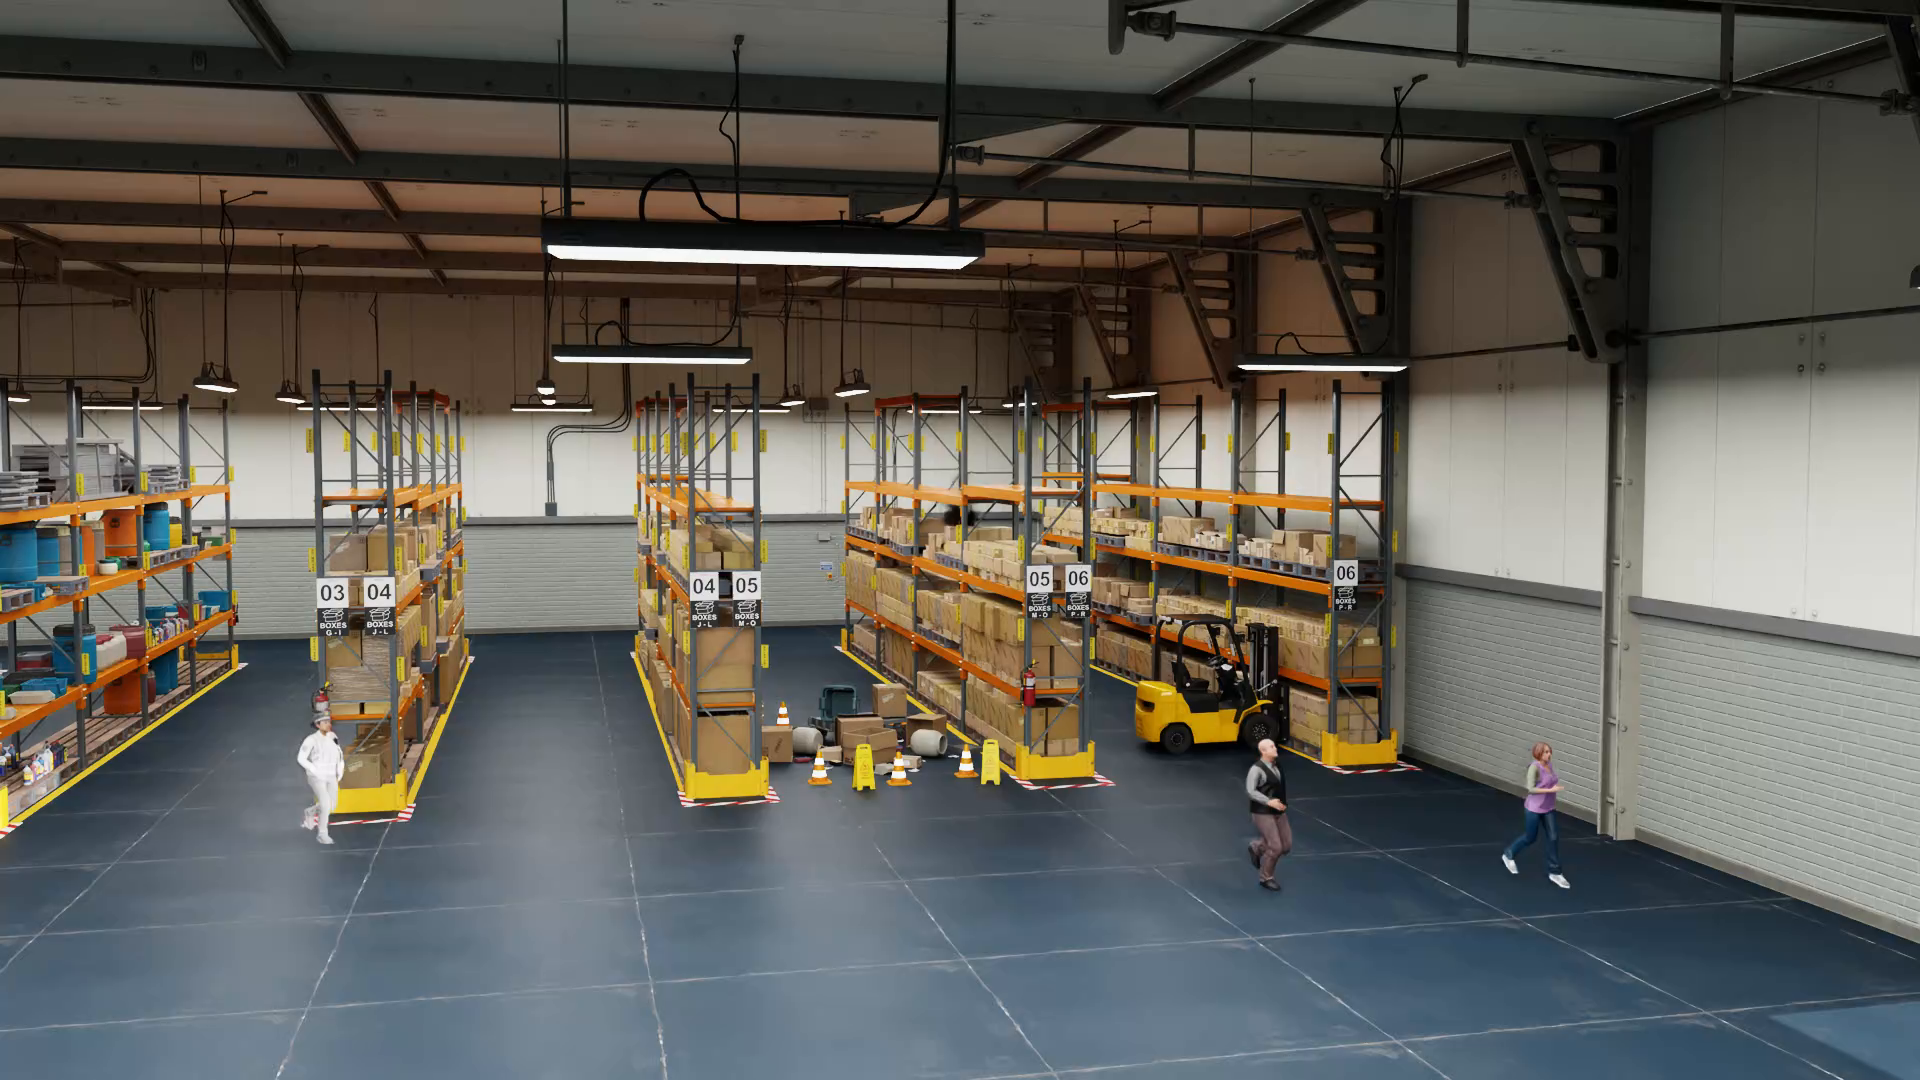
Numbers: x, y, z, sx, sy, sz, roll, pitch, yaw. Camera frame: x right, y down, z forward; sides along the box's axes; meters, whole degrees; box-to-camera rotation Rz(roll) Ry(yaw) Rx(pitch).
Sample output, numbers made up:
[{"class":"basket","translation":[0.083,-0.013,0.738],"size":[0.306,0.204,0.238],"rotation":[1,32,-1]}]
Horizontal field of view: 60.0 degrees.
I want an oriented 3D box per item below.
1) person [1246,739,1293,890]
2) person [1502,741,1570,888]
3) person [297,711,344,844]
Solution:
[{"class":"person","translation":[3.471,3.085,18.797],"size":[0.609,1.685,0.691],"rotation":[3,4,42]},{"class":"person","translation":[6.570,3.093,18.925],"size":[0.558,1.595,0.828],"rotation":[-2,4,-35]},{"class":"person","translation":[-8.089,2.977,21.019],"size":[0.582,1.666,0.659],"rotation":[2,4,30]}]
